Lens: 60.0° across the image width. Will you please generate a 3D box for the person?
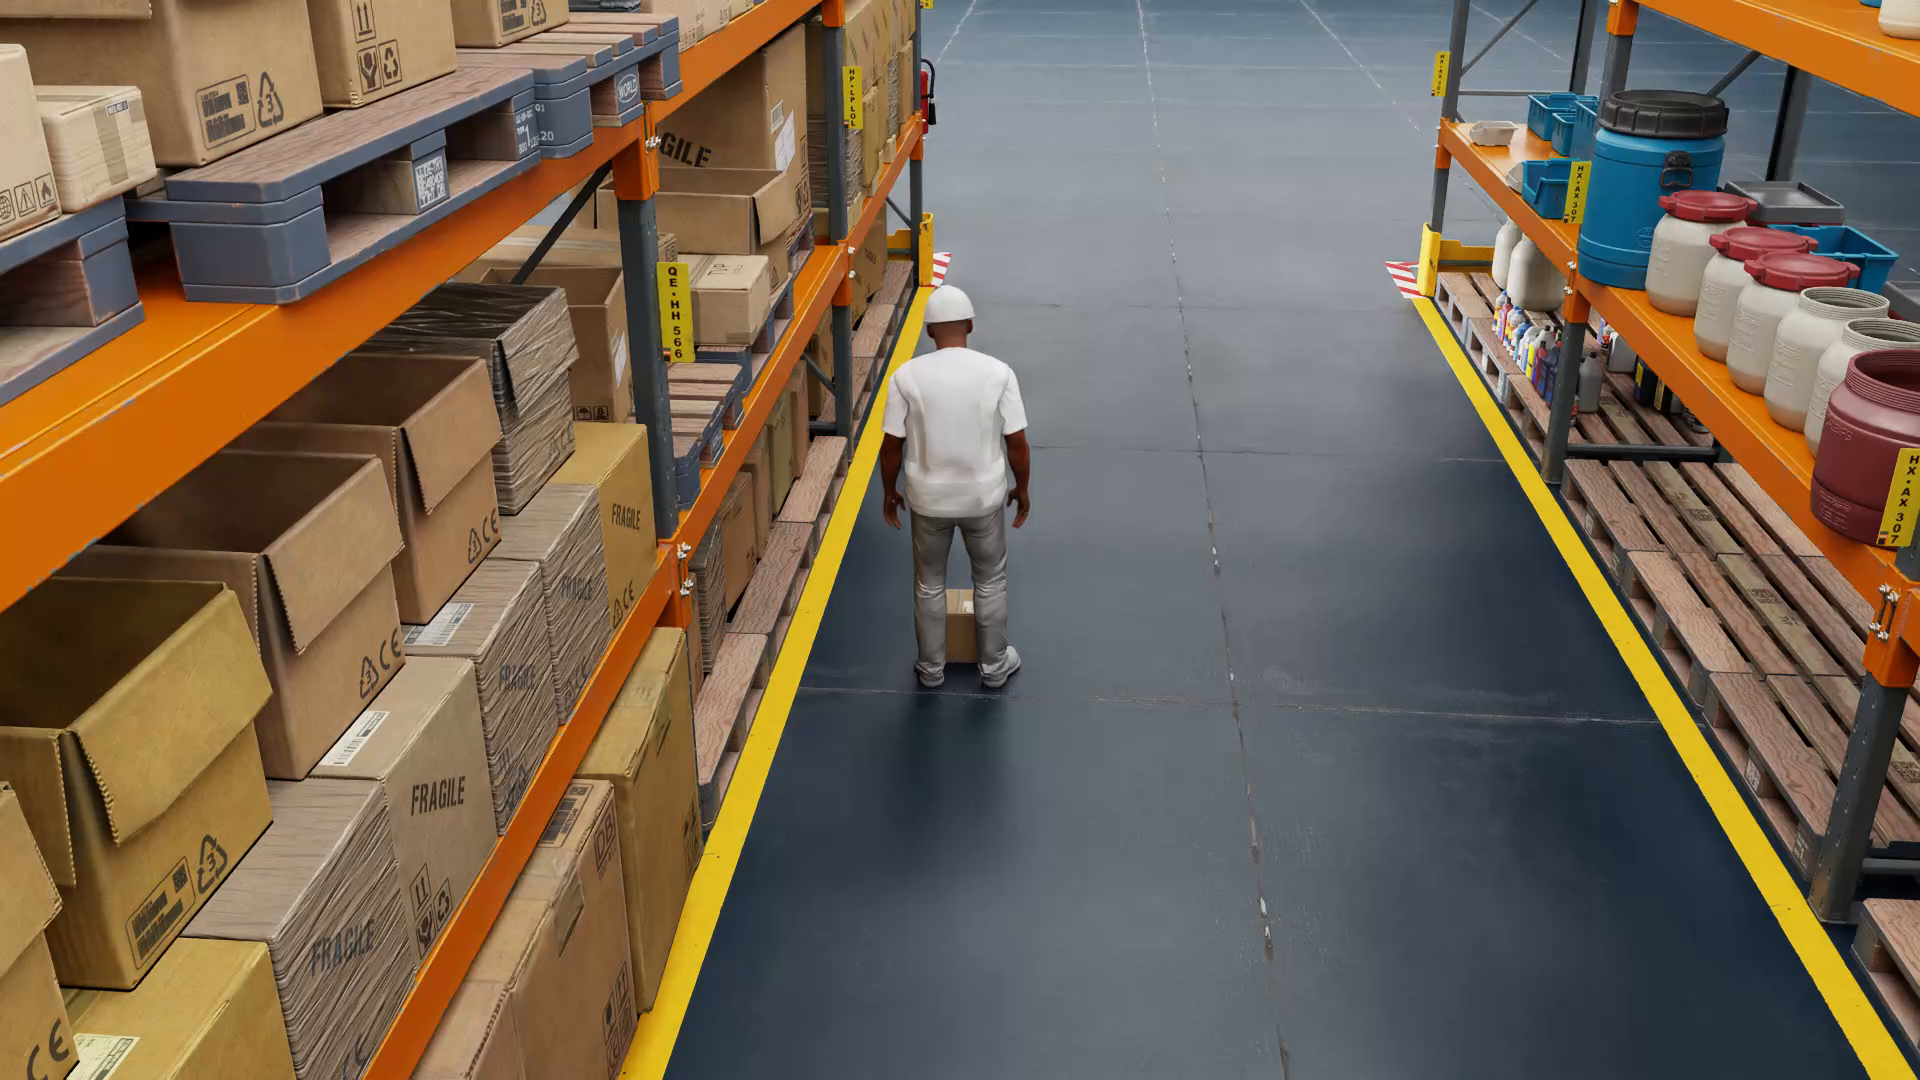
[{"bbox_3d":[-0.018,-0.202,7.031,0.629,1.759,0.467,0,24,1],"label":"person"}]
